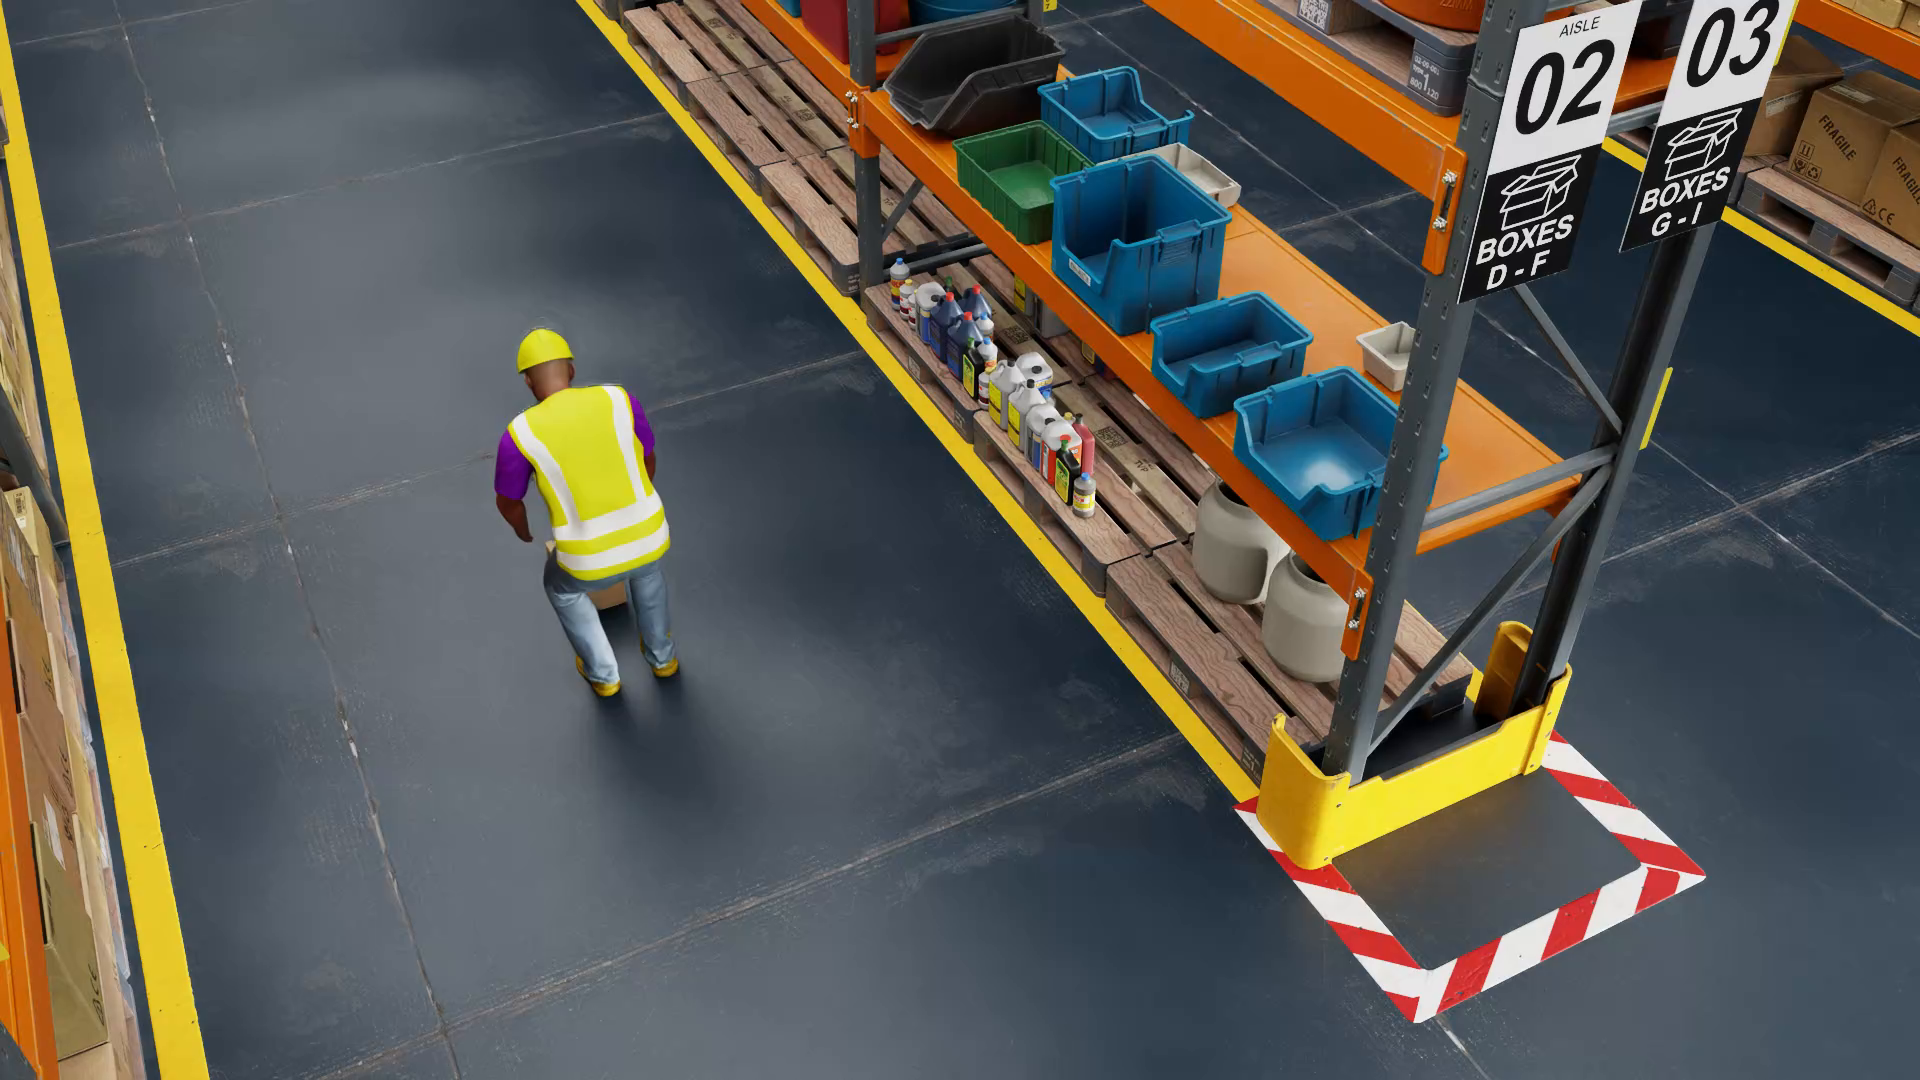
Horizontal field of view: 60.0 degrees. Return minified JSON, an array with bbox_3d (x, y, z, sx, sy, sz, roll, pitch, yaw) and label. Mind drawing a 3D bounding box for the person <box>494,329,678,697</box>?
[{"bbox_3d":[-1.432,-0.062,6.426,0.629,1.485,0.709,-18,44,-20],"label":"person"}]
